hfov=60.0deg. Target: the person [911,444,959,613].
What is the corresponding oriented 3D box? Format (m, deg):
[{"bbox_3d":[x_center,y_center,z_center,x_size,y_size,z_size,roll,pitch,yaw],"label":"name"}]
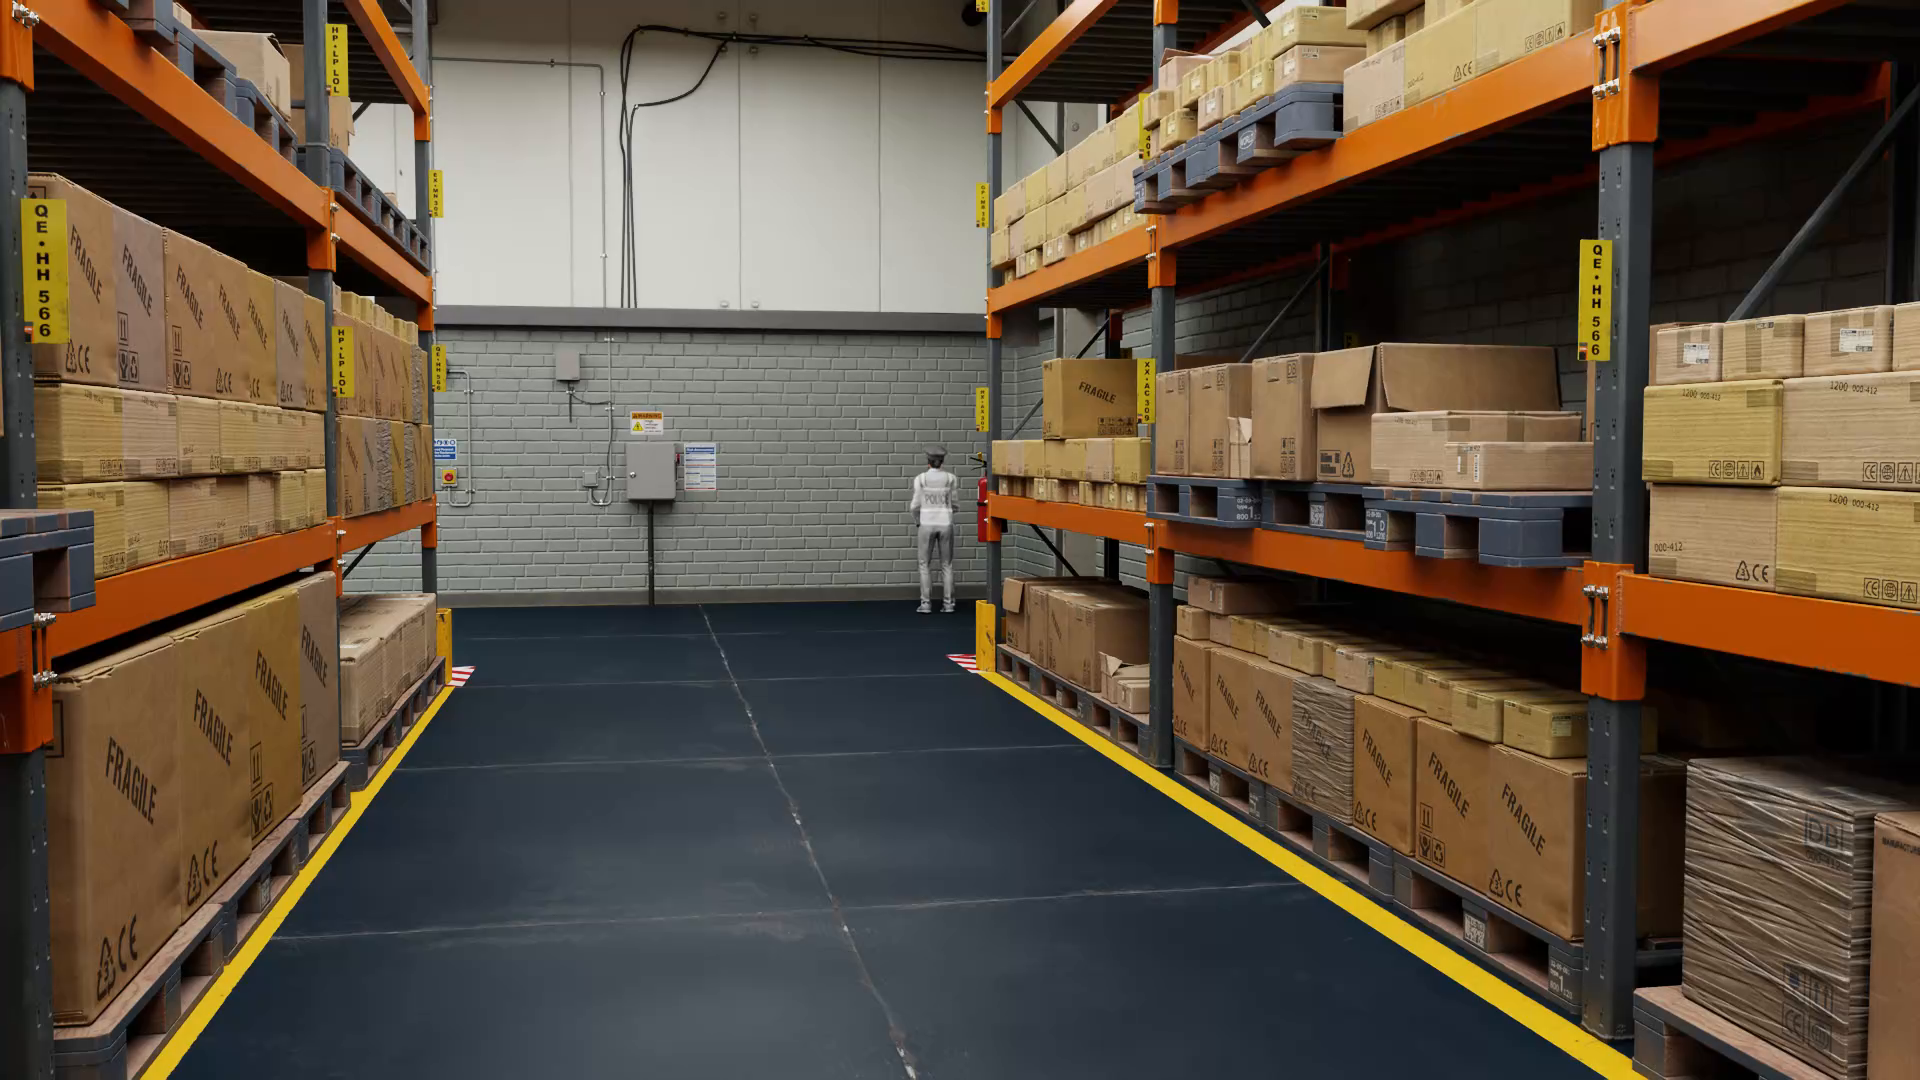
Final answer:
[{"bbox_3d":[-0.261,-0.117,16.681,0.486,1.692,0.504,-1,3,-12],"label":"person"}]
